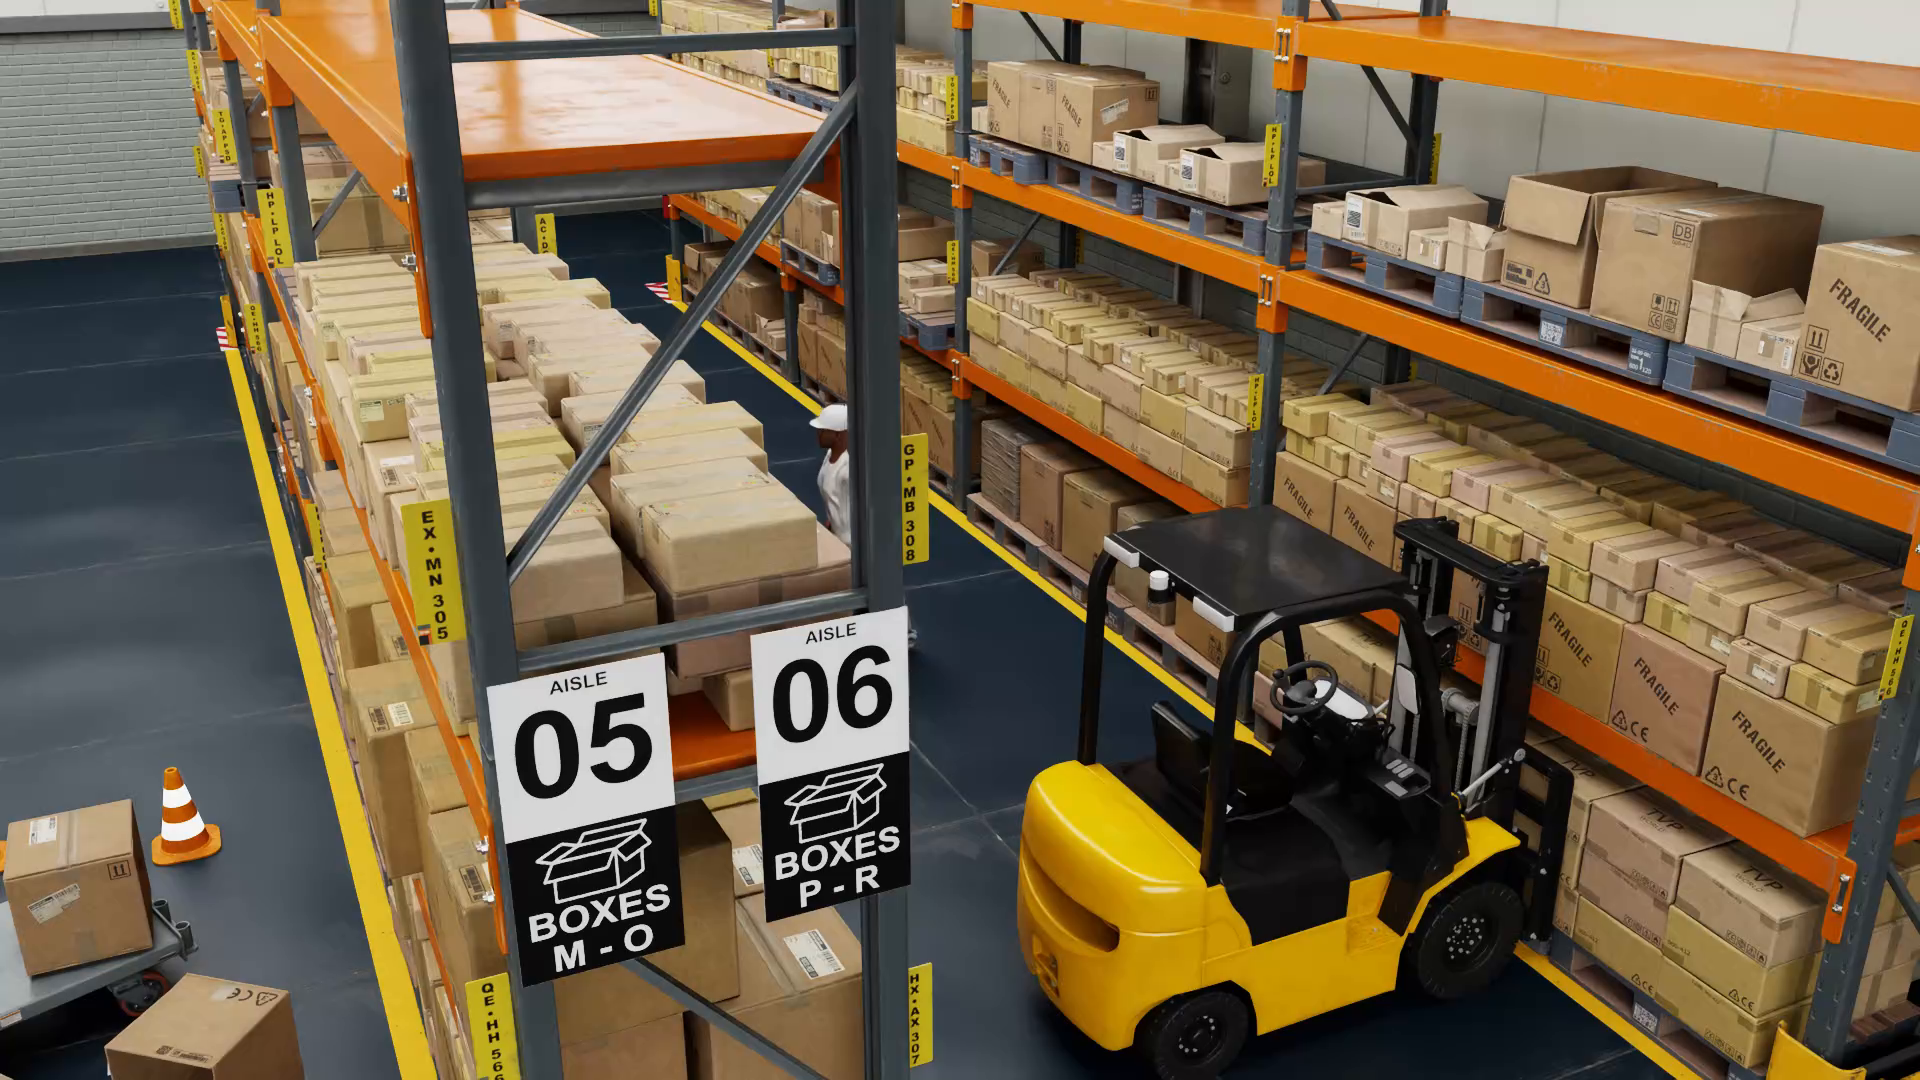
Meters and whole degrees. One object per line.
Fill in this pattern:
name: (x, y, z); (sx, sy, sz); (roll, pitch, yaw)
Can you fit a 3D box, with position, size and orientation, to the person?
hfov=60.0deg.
person: (-0.753, -0.049, 10.652); (0.959, 1.706, 0.597); (-3, 22, -8)
